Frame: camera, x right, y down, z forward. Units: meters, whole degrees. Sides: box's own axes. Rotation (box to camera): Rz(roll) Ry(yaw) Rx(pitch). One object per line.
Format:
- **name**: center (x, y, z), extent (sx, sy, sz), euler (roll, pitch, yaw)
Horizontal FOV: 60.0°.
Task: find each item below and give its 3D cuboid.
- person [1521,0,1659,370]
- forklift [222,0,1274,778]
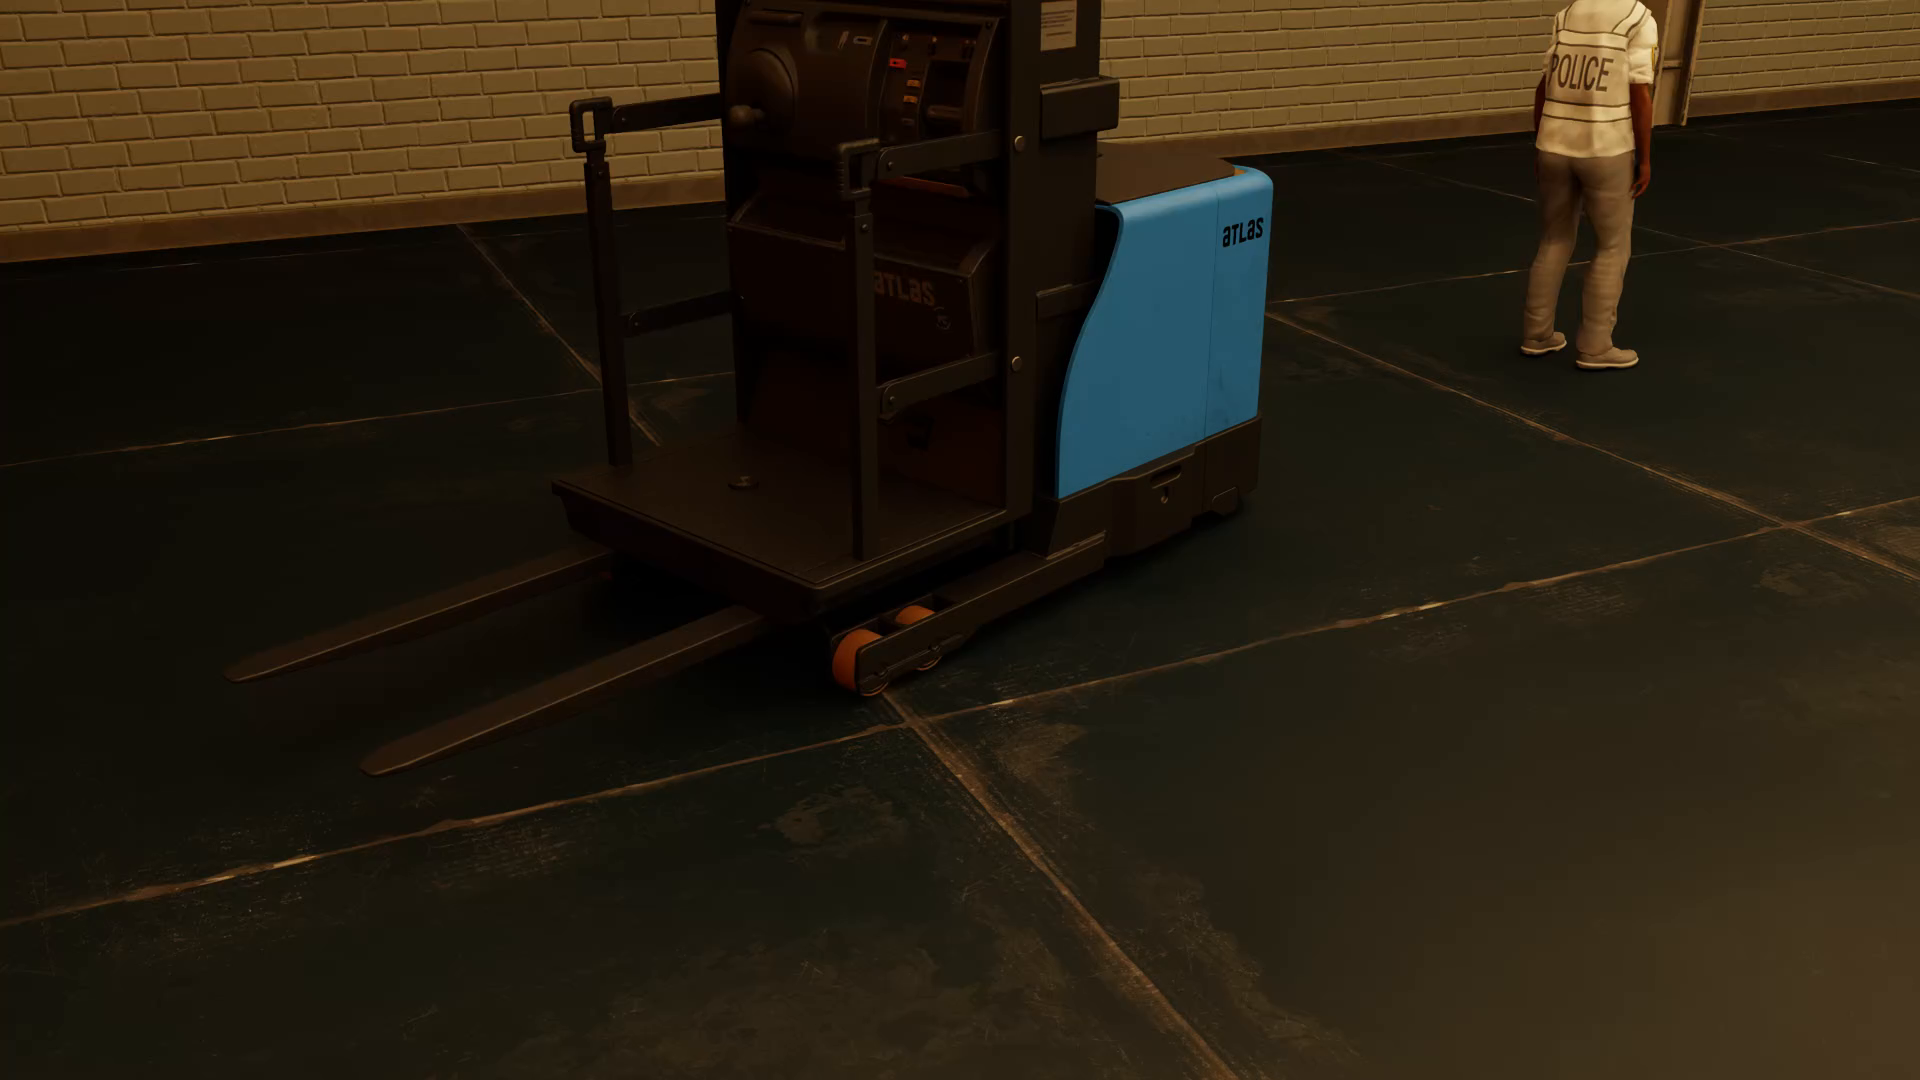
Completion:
- **person**: center (2.521, -1.525, 6.621), extent (0.396, 1.656, 0.527), euler (-18, 28, -36)
- **forklift**: center (-0.413, -1.182, 4.131), extent (1.130, 2.935, 3.031), euler (19, 29, 39)
